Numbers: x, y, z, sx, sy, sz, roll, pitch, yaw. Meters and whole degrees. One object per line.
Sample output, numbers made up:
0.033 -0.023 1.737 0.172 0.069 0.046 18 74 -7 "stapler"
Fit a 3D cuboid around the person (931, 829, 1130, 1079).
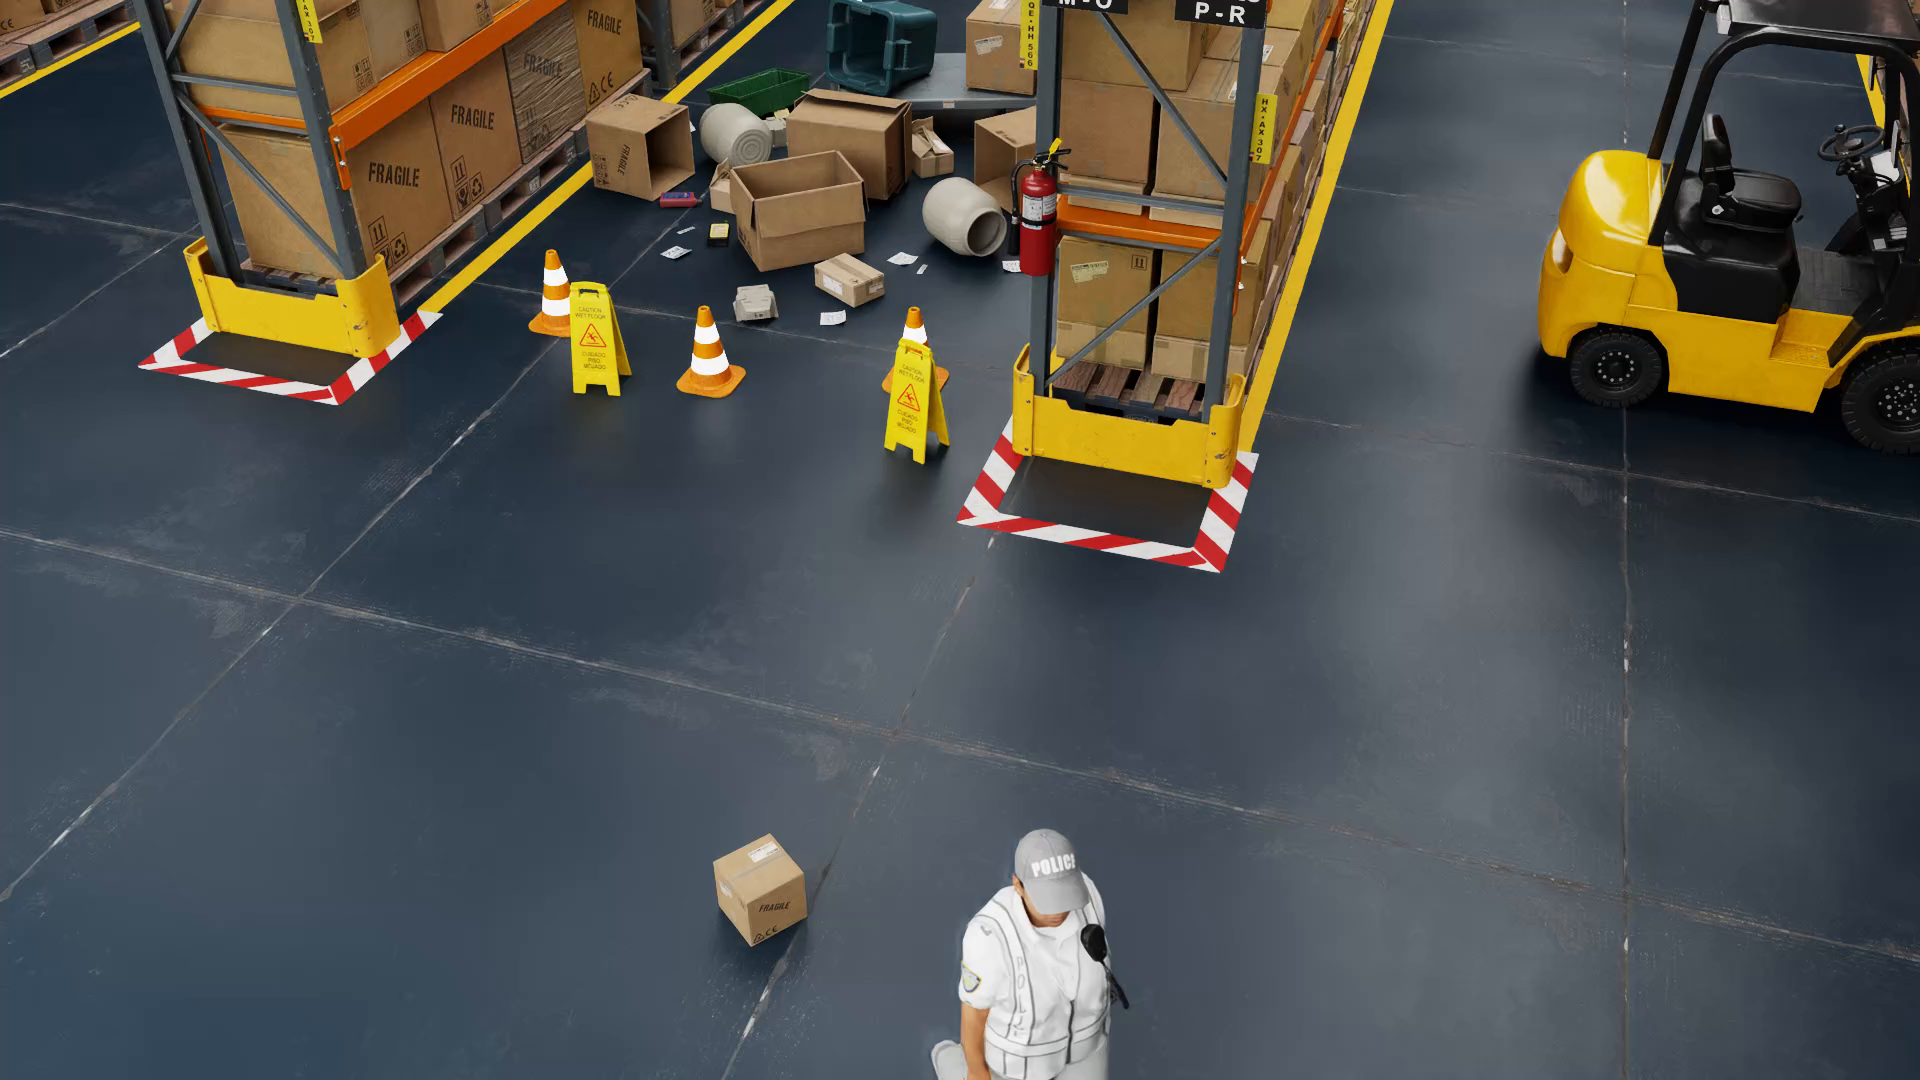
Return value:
0.205 1.434 4.983 0.501 1.626 0.790 -17 40 -21 "person"
